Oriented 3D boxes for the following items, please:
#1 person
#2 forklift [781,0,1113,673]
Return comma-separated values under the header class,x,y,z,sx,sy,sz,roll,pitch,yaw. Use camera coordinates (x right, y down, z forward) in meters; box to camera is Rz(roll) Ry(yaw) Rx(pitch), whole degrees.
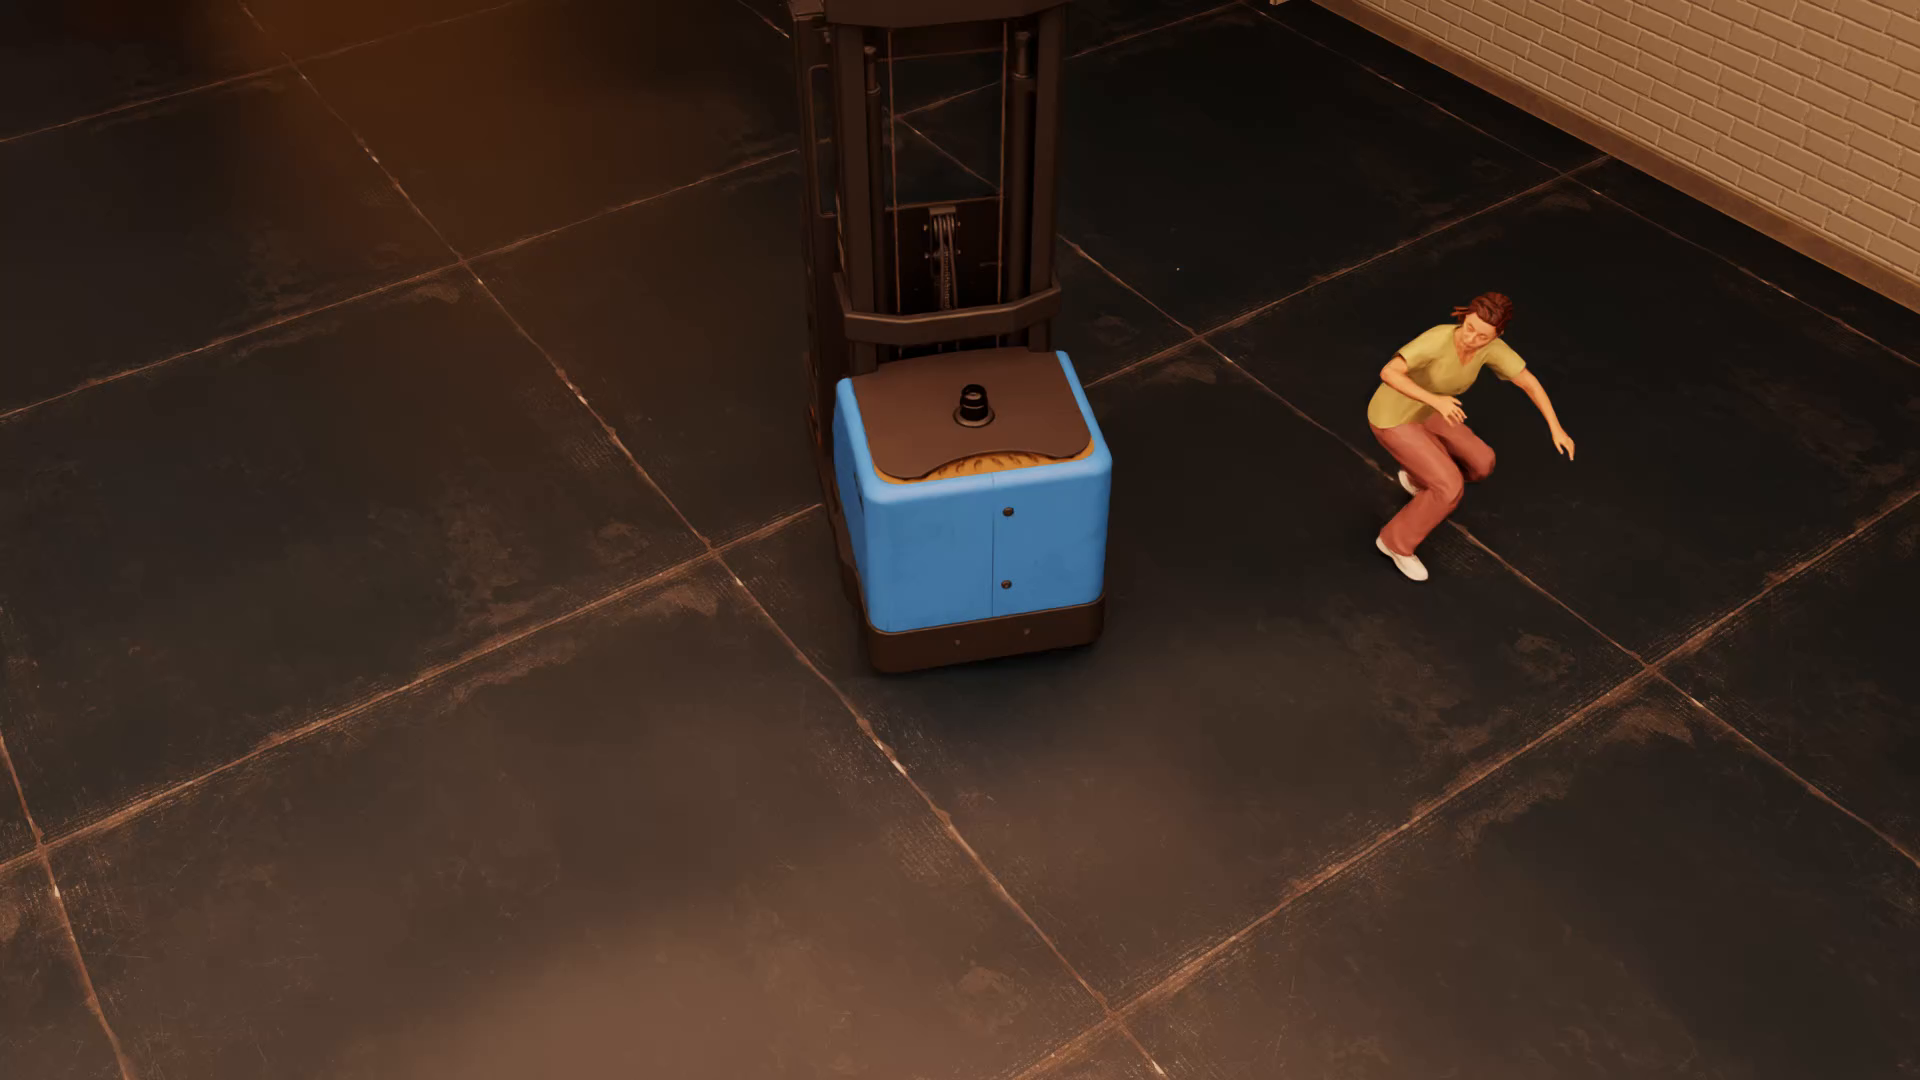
class,x,y,z,sx,sy,sz,roll,pitch,yaw
person,2.199,-0.457,7.357,0.708,1.398,0.830,-30,50,-28
forklift,-0.175,-1.515,7.360,1.130,2.935,3.031,-8,43,-9
